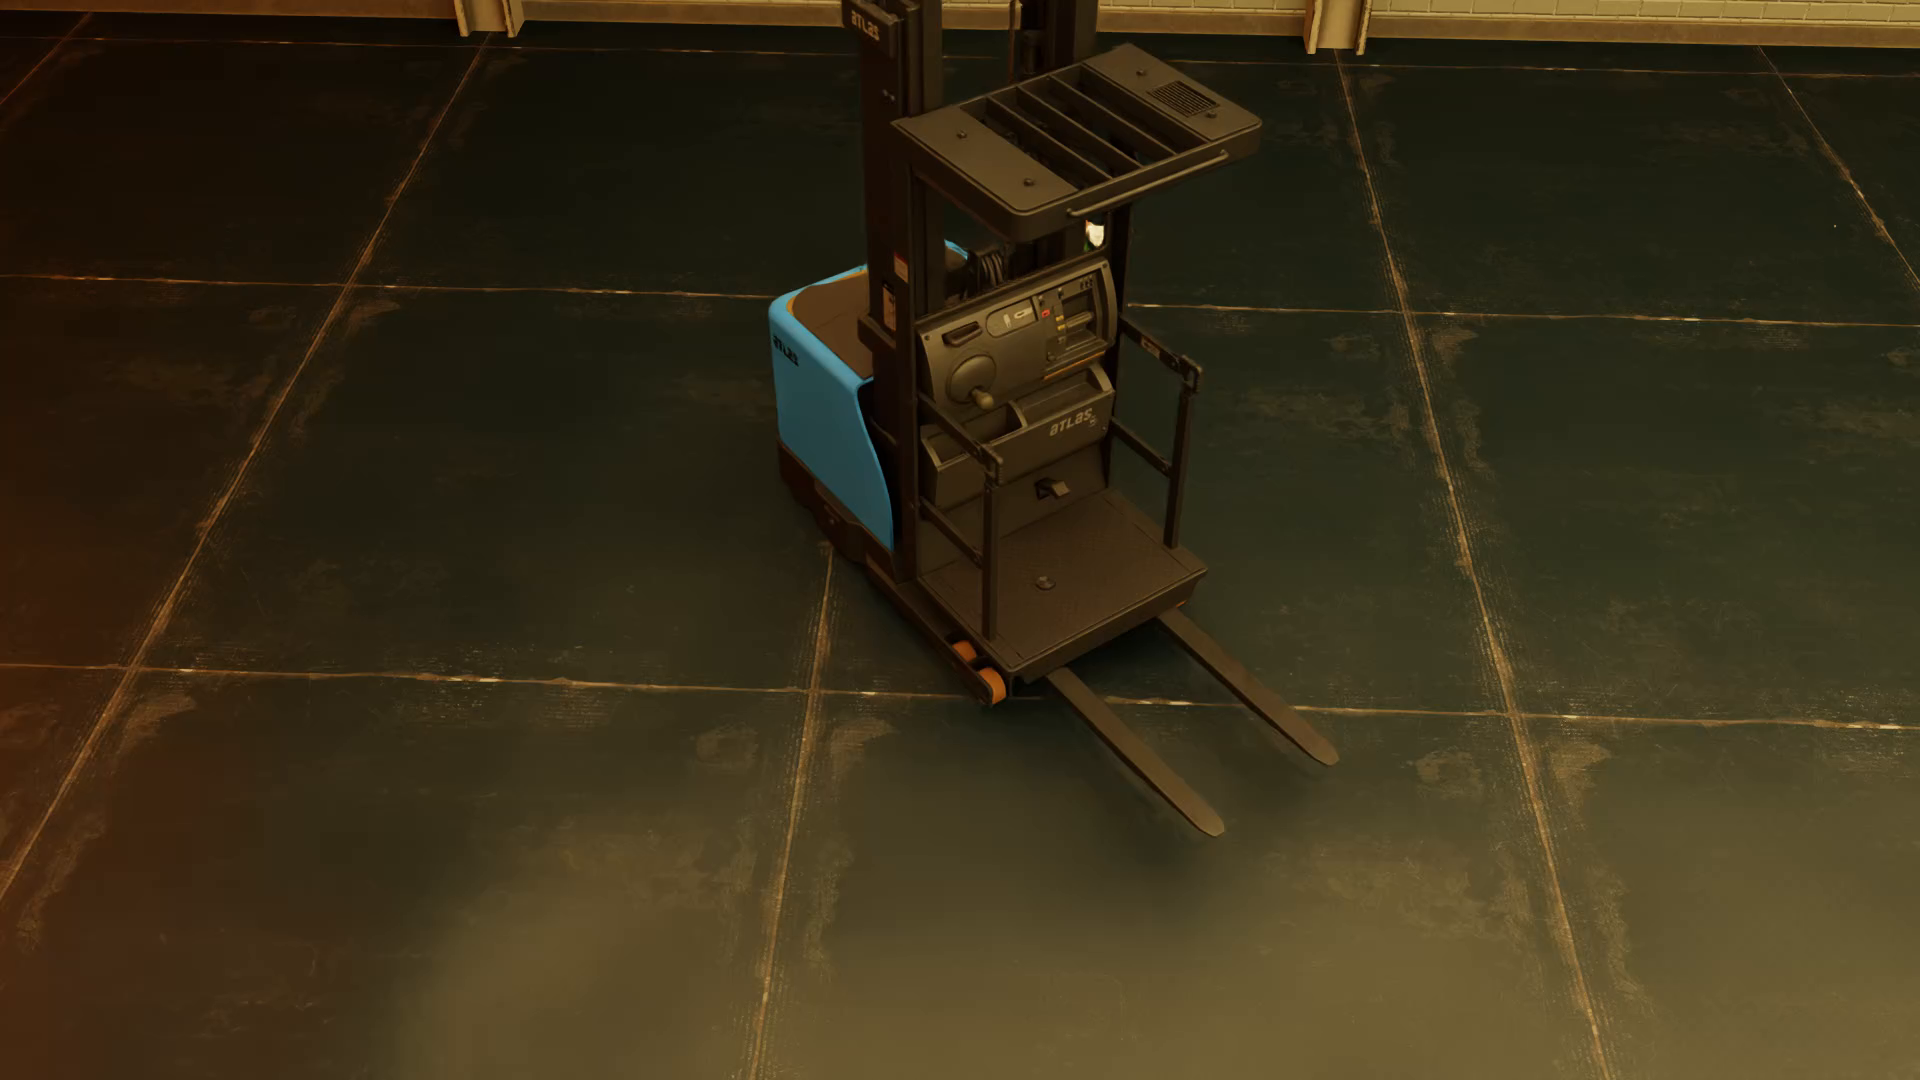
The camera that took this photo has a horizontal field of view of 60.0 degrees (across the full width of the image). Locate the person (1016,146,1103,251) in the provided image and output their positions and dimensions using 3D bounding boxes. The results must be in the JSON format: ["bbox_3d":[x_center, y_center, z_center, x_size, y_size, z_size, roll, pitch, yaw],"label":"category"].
[{"bbox_3d":[0.636,-1.672,8.591,0.905,1.507,1.224,3,42,4],"label":"person"}]

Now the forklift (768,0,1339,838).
[{"bbox_3d":[0.371,-0.747,6.561,1.130,2.935,3.031,-25,48,-25],"label":"forklift"}]
